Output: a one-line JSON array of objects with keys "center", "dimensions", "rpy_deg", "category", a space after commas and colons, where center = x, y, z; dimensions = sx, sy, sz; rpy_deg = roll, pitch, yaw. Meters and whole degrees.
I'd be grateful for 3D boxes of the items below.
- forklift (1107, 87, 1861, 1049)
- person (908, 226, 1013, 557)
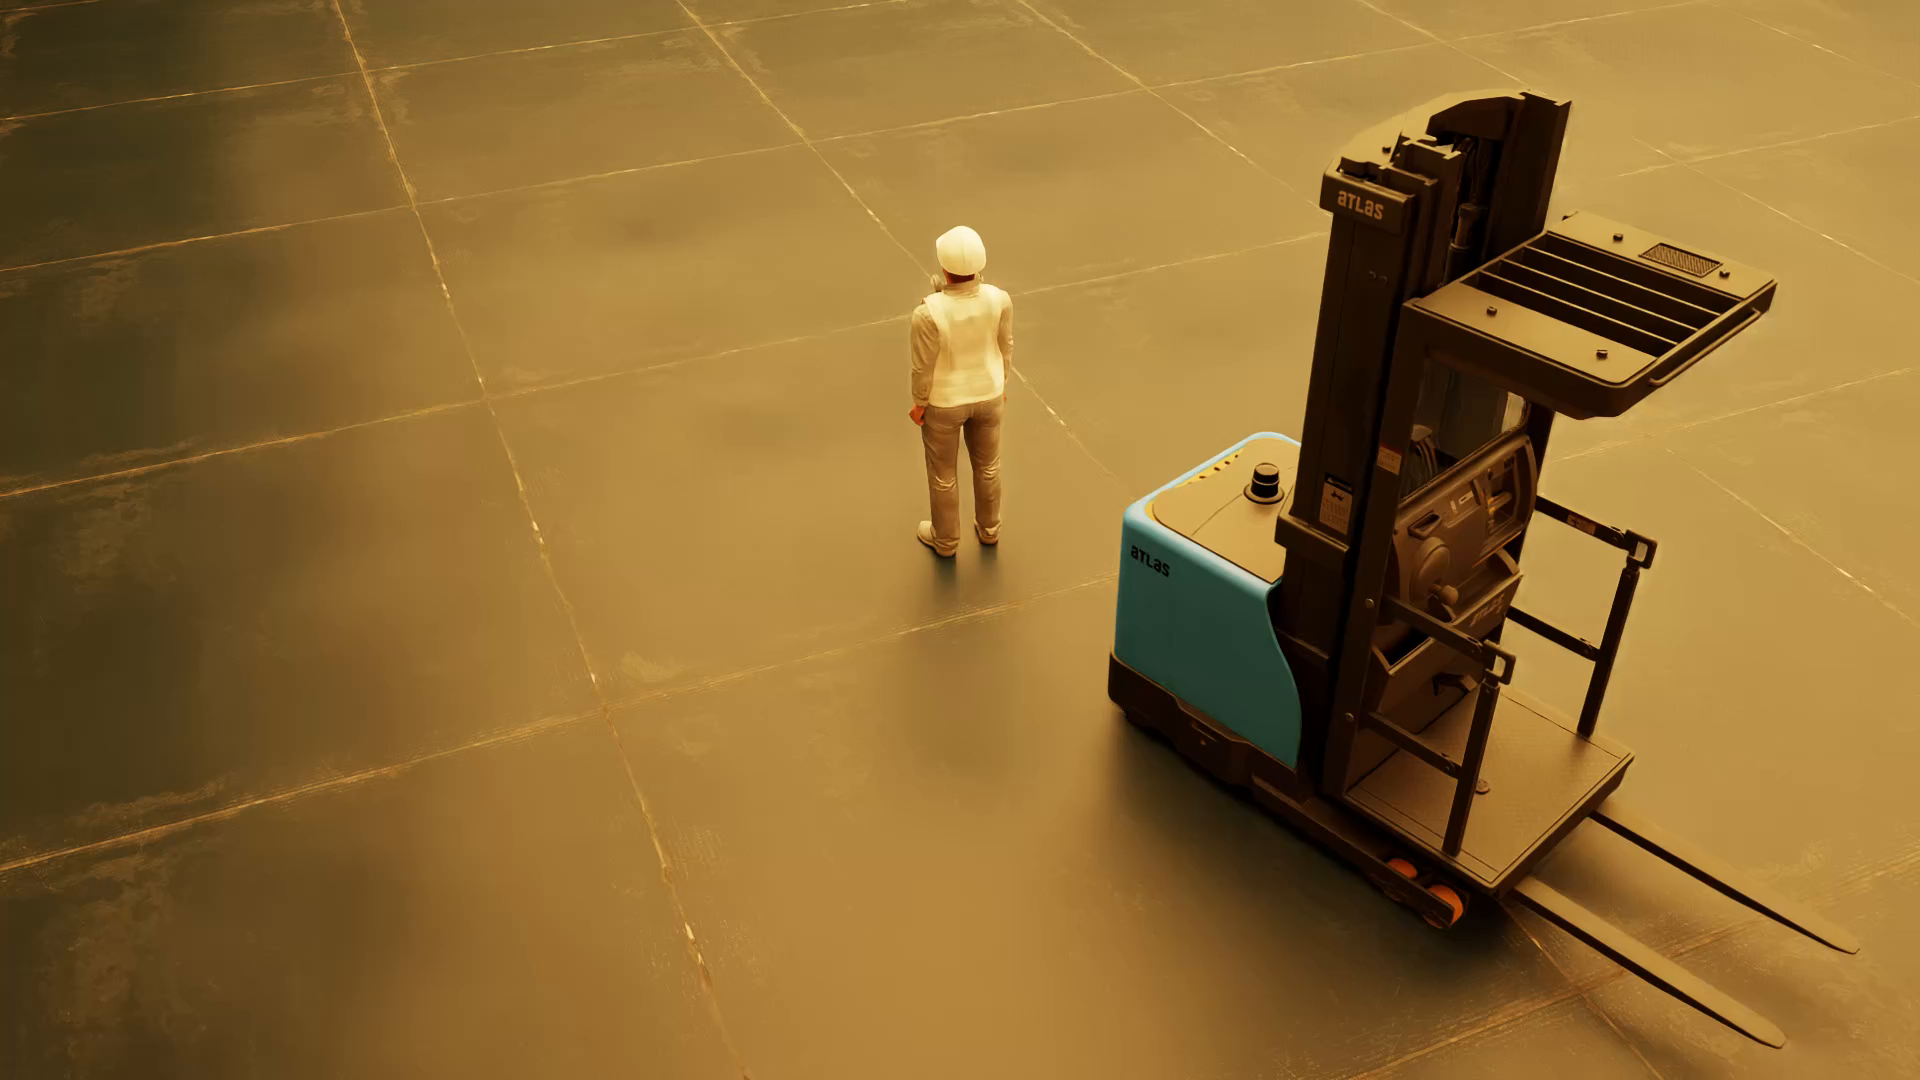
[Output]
[{"center": [2.045, -0.020, 6.126], "dimensions": [1.130, 2.935, 3.031], "rpy_deg": [-29, 44, -34], "category": "forklift"}, {"center": [-0.008, -0.719, 8.111], "dimensions": [0.525, 1.775, 0.372], "rpy_deg": [-14, 38, -19], "category": "person"}]
